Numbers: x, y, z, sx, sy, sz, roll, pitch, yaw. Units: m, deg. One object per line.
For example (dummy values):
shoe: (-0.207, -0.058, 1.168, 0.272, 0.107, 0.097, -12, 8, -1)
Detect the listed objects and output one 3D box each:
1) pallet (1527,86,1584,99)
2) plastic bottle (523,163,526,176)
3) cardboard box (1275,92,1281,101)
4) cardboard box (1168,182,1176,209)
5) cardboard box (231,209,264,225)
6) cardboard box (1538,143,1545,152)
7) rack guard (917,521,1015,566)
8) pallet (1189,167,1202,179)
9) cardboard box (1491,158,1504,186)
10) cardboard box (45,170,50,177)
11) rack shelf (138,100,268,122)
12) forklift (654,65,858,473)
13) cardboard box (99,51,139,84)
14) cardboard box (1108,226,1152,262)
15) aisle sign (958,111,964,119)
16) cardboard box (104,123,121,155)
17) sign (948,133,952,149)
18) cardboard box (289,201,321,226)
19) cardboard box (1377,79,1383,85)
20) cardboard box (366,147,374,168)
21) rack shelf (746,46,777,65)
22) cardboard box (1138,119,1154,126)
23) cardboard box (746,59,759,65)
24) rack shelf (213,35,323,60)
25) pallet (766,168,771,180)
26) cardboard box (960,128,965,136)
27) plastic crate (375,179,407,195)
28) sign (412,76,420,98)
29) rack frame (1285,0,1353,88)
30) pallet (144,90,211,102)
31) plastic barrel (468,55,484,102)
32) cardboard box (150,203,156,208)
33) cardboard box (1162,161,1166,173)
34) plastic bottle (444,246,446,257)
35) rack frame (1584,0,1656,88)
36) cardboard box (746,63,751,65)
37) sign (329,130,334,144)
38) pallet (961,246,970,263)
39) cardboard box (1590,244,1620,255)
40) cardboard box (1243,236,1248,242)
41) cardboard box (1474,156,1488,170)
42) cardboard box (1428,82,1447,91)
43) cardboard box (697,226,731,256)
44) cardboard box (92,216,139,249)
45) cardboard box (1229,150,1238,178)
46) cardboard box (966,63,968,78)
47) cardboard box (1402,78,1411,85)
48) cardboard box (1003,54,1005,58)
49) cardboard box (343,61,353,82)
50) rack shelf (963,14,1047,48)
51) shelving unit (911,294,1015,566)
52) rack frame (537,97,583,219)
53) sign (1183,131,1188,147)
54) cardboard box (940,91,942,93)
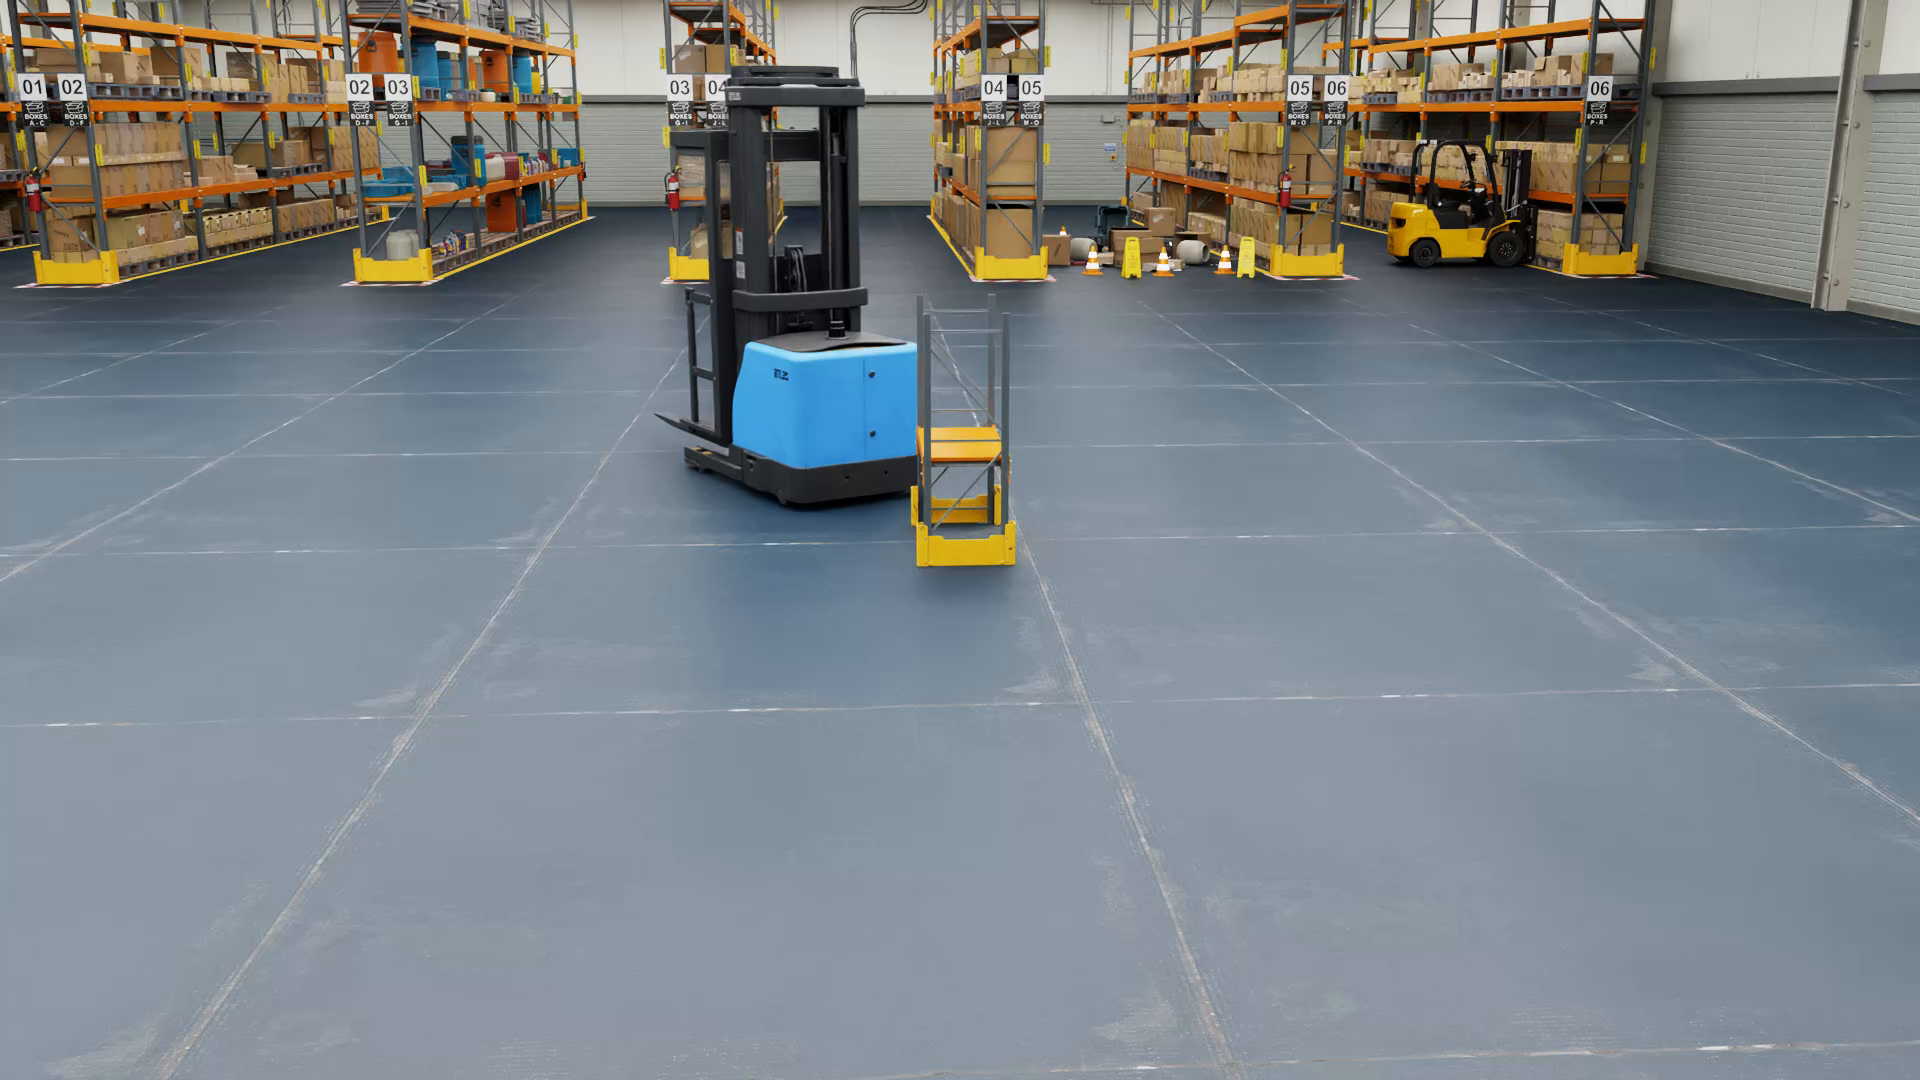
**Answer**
pallet: (10.627, -7.823, 29.070, 1.003, 0.211, 1.213, -1, 14, -3)
plastic bottle: (-9.270, -7.878, 35.360, 0.061, 0.283, 0.133, -1, 14, -3)
cardboard box: (5.421, -7.332, 27.488, 0.380, 0.149, 0.250, -1, 14, -3)
cardboard box: (5.209, -7.637, 37.608, 0.875, 0.875, 0.875, 0, 14, -2)
cardboard box: (-14.187, -6.428, 33.038, 0.500, 0.311, 0.500, -1, 14, -4)
cardboard box: (10.312, -6.841, 28.996, 0.380, 0.149, 0.250, -1, 14, -2)
rack guard: (0.036, 0.022, 9.940, 0.587, 0.250, 0.087, -1, 14, -3)
pallet: (5.425, -7.576, 34.338, 1.213, 0.211, 1.003, -1, 14, -3)
cardboard box: (10.243, -6.862, 30.975, 0.500, 0.500, 0.500, -1, 14, -5)
cardboard box: (-19.340, -7.691, 34.863, 0.380, 0.149, 0.250, -1, 14, -2)
rack shelf: (-14.380, -8.147, 31.594, 1.077, 0.370, 4.000, -1, 14, -3)
forklift: (-1.436, -1.976, 12.324, 1.121, 2.935, 3.031, -9, 17, -31)
cardboard box: (-13.839, -7.740, 27.244, 0.500, 0.500, 0.500, -1, 14, -3)
cardboard box: (3.068, -5.342, 30.007, 0.797, 0.637, 0.503, -1, 14, -3)
aisle sign: (0.139, -11.015, 42.099, 0.394, 0.787, 0.004, -1, 14, -3)
cardboard box: (-14.066, -6.487, 26.916, 0.700, 0.500, 0.500, -1, 14, -5)
sign: (-0.201, -8.255, 34.426, 0.100, 0.325, 0.005, -1, 14, -3)
cardboard box: (-14.382, -7.171, 36.511, 0.500, 0.500, 0.500, -1, 14, -3)
cardboard box: (9.664, -10.370, 37.657, 0.380, 0.149, 0.250, -1, 14, -4)
cardboard box: (-14.665, -9.342, 40.614, 0.500, 0.500, 0.500, -1, 14, -3)
rack shelf: (-4.988, -11.547, 39.594, 1.077, 0.370, 4.000, -1, 14, -3)
cardboard box: (4.590, -10.266, 40.897, 0.380, 0.149, 0.250, -1, 14, -3)
cardboard box: (-4.916, -11.037, 38.633, 0.500, 0.250, 0.500, -2, 15, -7)
rack shelf: (-14.628, -10.401, 35.136, 1.077, 0.370, 4.000, -1, 14, -3)
pallet: (-4.466, -7.423, 33.743, 1.213, 0.211, 1.003, -1, 14, -3)
cardboard box: (0.358, -8.164, 34.030, 0.700, 0.500, 0.500, -1, 14, -4)
plastic crate: (-9.429, -5.835, 27.484, 0.499, 0.251, 0.408, -1, 14, -3)
sign: (-8.515, -7.090, 26.026, 0.100, 0.325, 0.005, -1, 14, -3)
rack frame: (5.770, -8.761, 26.516, 1.000, 3.000, 0.127, -1, 14, -3)
pallet: (-14.324, -8.124, 30.447, 0.805, 0.209, 1.217, -1, 15, -6)
plastic barrel: (-9.726, -9.103, 32.862, 0.600, 0.901, 0.600, 0, 14, 0)
cardboard box: (-19.738, -8.023, 39.862, 0.700, 0.500, 0.500, -1, 14, -5)
cardboard box: (4.840, -8.397, 37.444, 0.500, 0.250, 0.500, -1, 14, -4)
plastic bottle: (-8.872, -4.965, 28.537, 0.097, 0.201, 0.097, 0, 14, 0)
rack frame: (10.724, -8.838, 26.818, 1.000, 3.000, 0.127, -1, 14, -3)
cardboard box: (-4.358, -8.756, 31.468, 0.797, 0.503, 0.637, 0, 14, -1)
sign: (-14.198, -9.105, 37.570, 0.100, 0.325, 0.005, -1, 14, -3)
pallet: (0.557, -5.208, 30.343, 1.003, 0.211, 1.213, -1, 14, -3)
cardboard box: (10.889, -4.930, 28.342, 0.500, 0.250, 0.500, -1, 14, -3)
cardboard box: (5.369, -5.306, 29.806, 0.500, 0.250, 0.500, -1, 14, -4)
cardboard box: (10.191, -7.215, 31.847, 0.500, 0.250, 0.500, -1, 14, -5)
cardboard box: (9.947, -9.422, 34.533, 0.380, 0.166, 0.250, -1, 14, -4)
cardboard box: (-4.234, -5.155, 28.715, 0.500, 0.500, 0.500, 0, 14, 2)
cardboard box: (-13.853, -5.046, 27.290, 0.500, 0.500, 0.500, -1, 14, -3)
cardboard box: (5.271, -6.929, 30.639, 0.500, 0.500, 0.500, -1, 14, -4)
cardboard box: (0.372, -8.273, 29.302, 0.500, 0.250, 0.500, -1, 14, -4)
cardboard box: (9.849, -9.981, 36.181, 0.380, 0.149, 0.250, -1, 14, -5)
cardboard box: (0.959, -8.506, 29.408, 0.380, 0.149, 0.250, -1, 14, -4)
cardboard box: (-14.867, -11.139, 39.572, 0.700, 0.500, 0.500, -1, 14, -3)
rack shelf: (0.712, -8.614, 28.194, 1.077, 0.370, 4.000, -1, 14, -3)
shelving unit: (0.005, -0.707, 10.266, 0.587, 1.500, 1.083, -1, 14, -3)
rack frame: (-10.056, -9.605, 41.838, 1.000, 3.000, 0.127, -1, 14, -3)
sign: (4.721, -8.396, 34.816, 0.100, 0.325, 0.005, -1, 14, -3)
cardboard box: (-0.190, -10.471, 38.482, 0.500, 0.250, 0.500, -2, 15, -6)
